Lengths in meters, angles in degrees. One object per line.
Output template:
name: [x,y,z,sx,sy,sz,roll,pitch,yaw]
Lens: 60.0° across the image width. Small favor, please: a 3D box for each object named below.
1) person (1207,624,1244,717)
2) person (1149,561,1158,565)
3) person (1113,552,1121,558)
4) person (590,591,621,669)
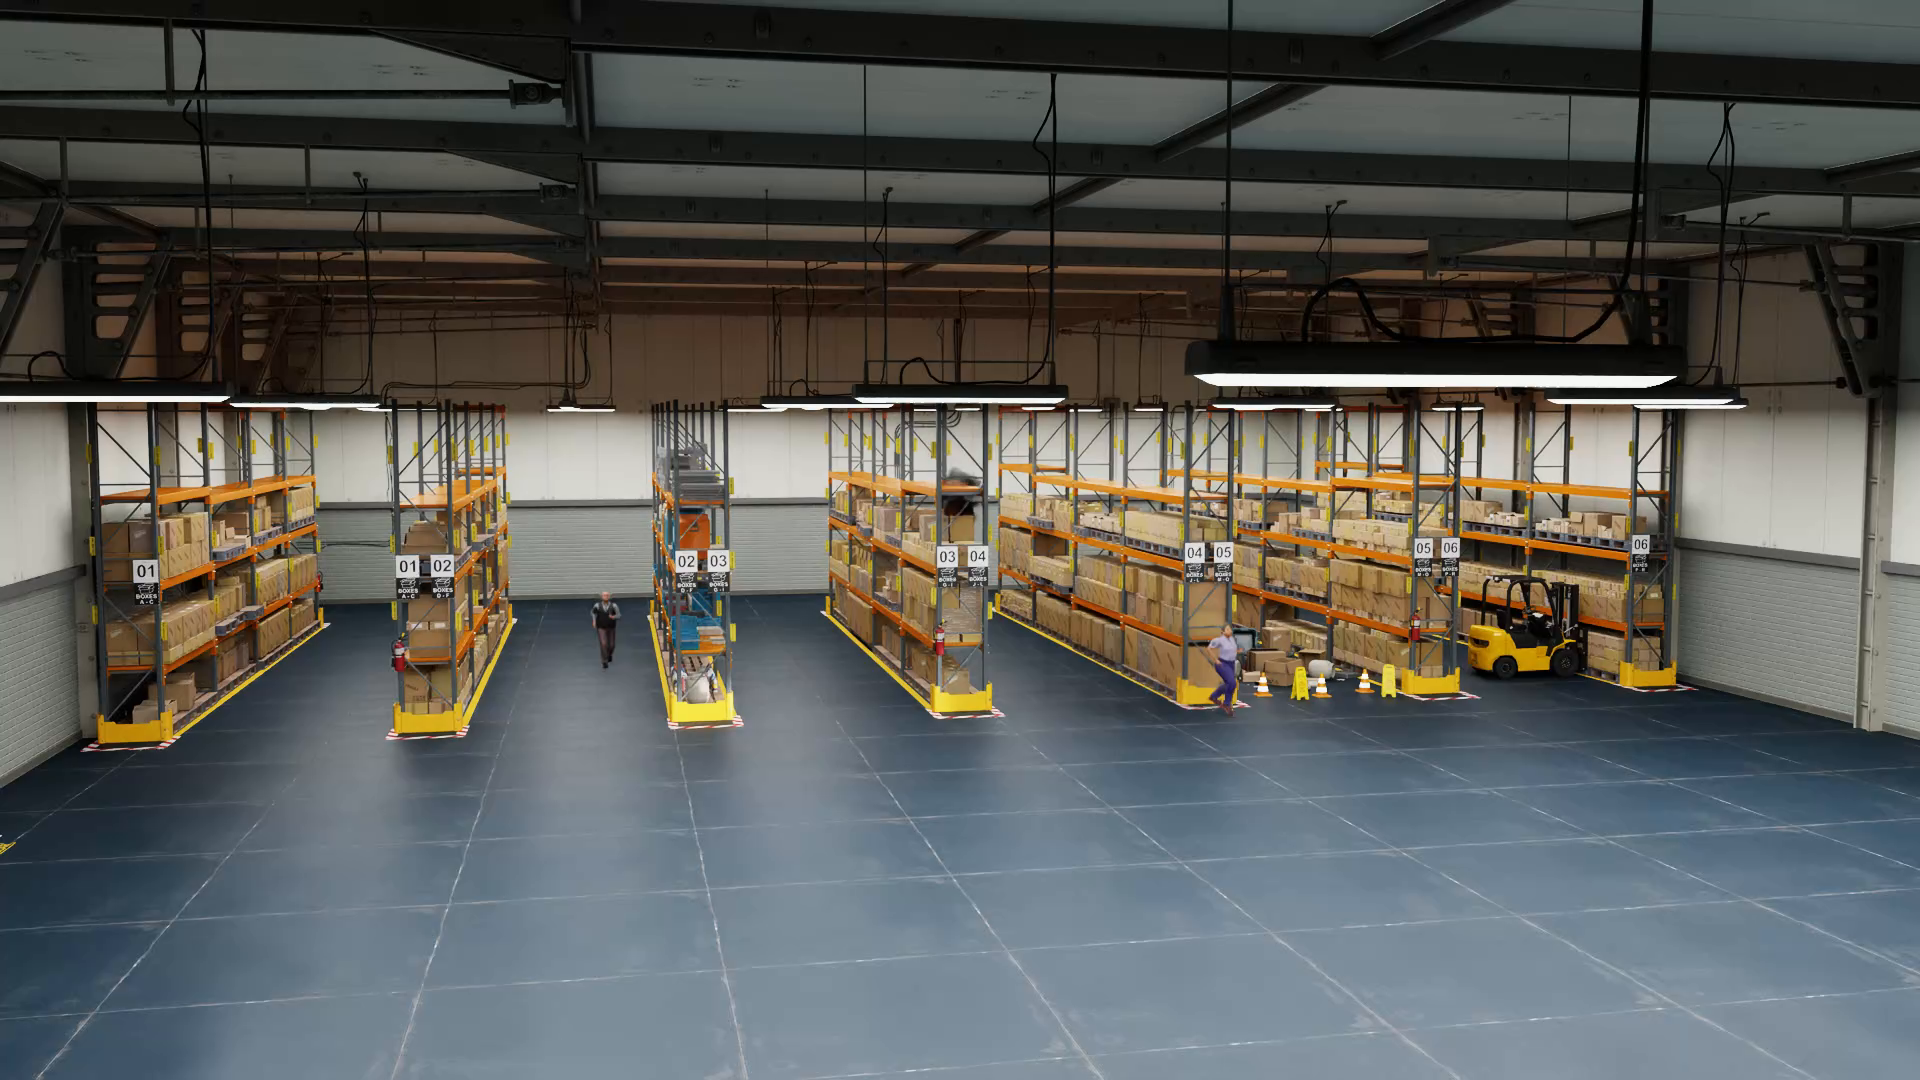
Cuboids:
person: [5.006,2.438,31.305,0.719,1.699,0.572,4,6,40]
person: [6.096,1.002,51.067,1.003,1.783,0.723,2,5,19]
person: [4.743,1.095,50.628,0.582,1.621,0.561,-1,4,-11]
person: [-8.013,2.013,37.660,0.663,1.699,0.958,-1,5,-17]
